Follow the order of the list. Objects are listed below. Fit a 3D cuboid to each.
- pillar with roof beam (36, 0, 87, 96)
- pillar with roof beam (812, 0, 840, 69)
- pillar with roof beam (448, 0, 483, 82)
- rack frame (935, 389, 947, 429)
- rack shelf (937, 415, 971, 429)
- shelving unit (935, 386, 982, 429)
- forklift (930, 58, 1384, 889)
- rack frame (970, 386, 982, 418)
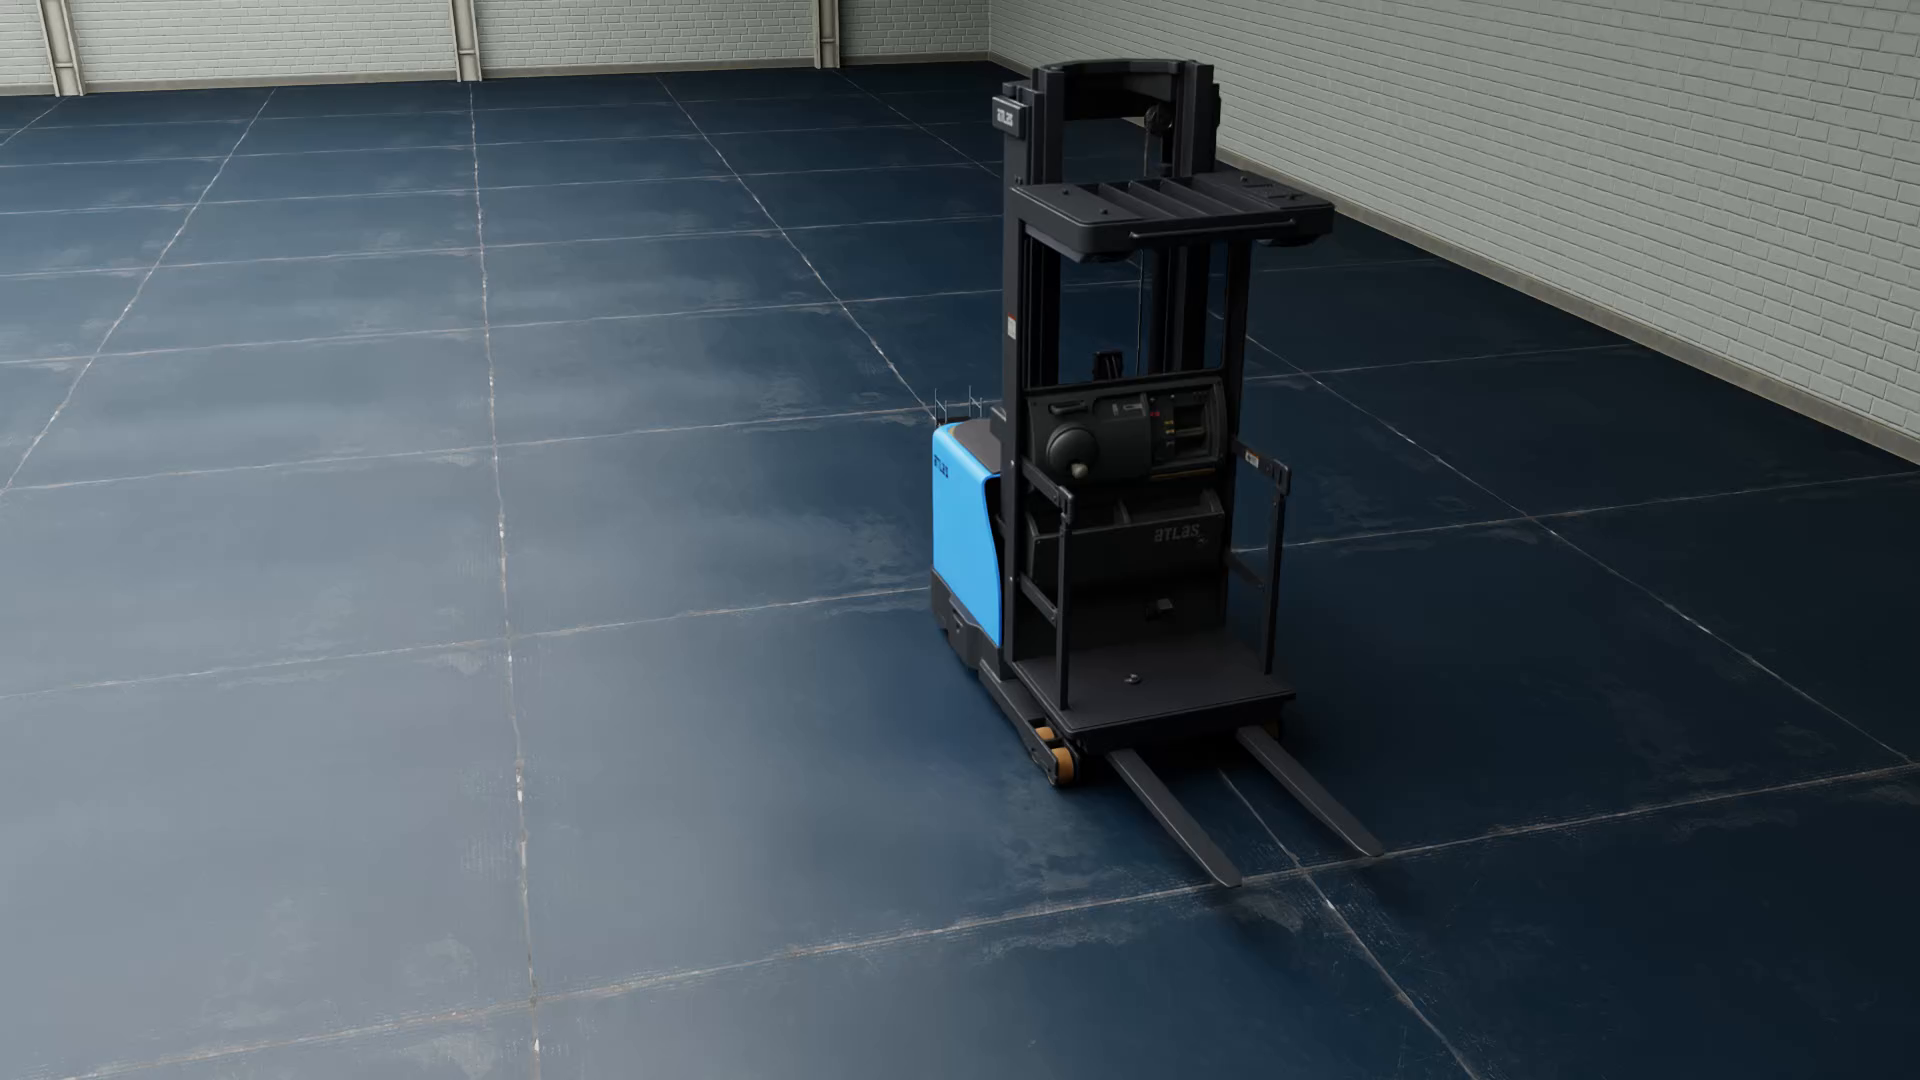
[{"bbox_3d":[-12.702,-9.453,20.370,0.400,9.000,9.100,-6,24,-14],"label":"pillar with roof beam"},{"bbox_3d":[-1.149,-10.732,23.348,0.400,9.000,9.100,-6,24,-14],"label":"pillar with roof beam"},{"bbox_3d":[-6.926,-10.092,21.859,0.400,9.000,9.100,-6,24,-14],"label":"pillar with roof beam"},{"bbox_3d":[-0.106,-0.402,9.545,0.006,0.900,0.240,-6,24,-14],"label":"rack frame"},{"bbox_3d":[-0.008,-0.630,9.477,0.200,0.077,0.258,-6,24,-14],"label":"rack shelf"},{"bbox_3d":[-0.008,-0.413,9.571,0.210,0.900,0.258,-6,24,-14],"label":"shelving unit"},{"bbox_3d":[0.813,-0.458,7.100,1.130,2.935,3.031,-8,24,-18],"label":"forklift"},{"bbox_3d":[0.090,-0.424,9.596,0.006,0.900,0.240,-6,24,-14],"label":"rack frame"}]
